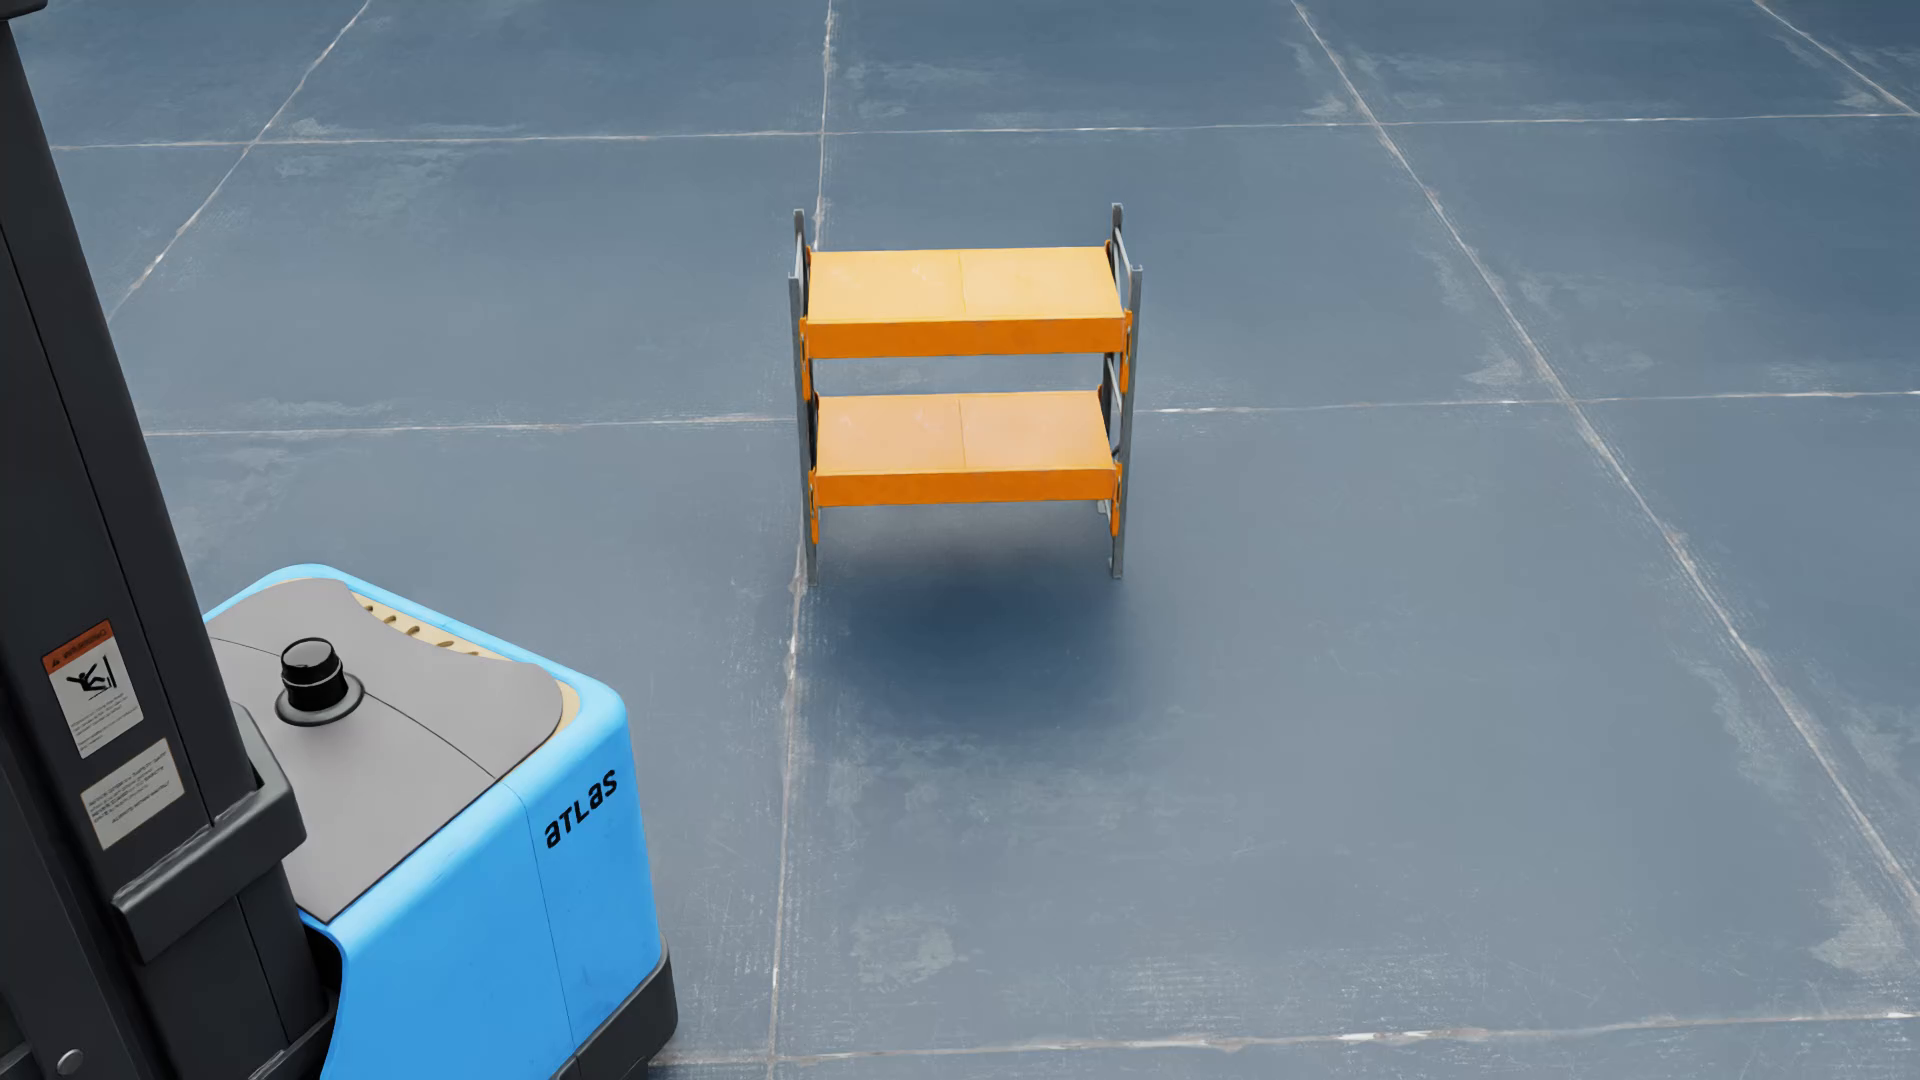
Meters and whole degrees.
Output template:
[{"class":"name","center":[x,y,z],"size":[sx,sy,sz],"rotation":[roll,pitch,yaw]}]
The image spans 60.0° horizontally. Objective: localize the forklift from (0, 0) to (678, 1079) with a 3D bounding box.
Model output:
[{"class":"forklift","center":[-1.859,0.569,2.352],"size":[1.130,2.935,3.031],"rotation":[19,39,25]}]

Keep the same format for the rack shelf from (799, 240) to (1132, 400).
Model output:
[{"class":"rack shelf","center":[0.007,-0.703,5.264],"size":[1.000,0.278,0.538],"rotation":[-2,35,-2]}]

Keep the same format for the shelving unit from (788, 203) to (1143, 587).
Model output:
[{"class":"shelving unit","center":[0.007,-0.463,5.430],"size":[1.048,1.125,0.538],"rotation":[-2,35,-2]}]

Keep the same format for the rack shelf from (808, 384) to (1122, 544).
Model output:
[{"class":"rack shelf","center":[0.007,-0.262,5.569],"size":[1.000,0.278,0.538],"rotation":[-2,35,-2]}]

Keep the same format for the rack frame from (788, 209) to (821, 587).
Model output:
[{"class":"rack frame","center":[-0.501,-0.449,5.410],"size":[0.032,1.125,0.500],"rotation":[-2,35,-2]}]

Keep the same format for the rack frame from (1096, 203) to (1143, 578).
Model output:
[{"class":"rack frame","center":[0.515,-0.476,5.450],"size":[0.032,1.125,0.500],"rotation":[-2,35,-2]}]
